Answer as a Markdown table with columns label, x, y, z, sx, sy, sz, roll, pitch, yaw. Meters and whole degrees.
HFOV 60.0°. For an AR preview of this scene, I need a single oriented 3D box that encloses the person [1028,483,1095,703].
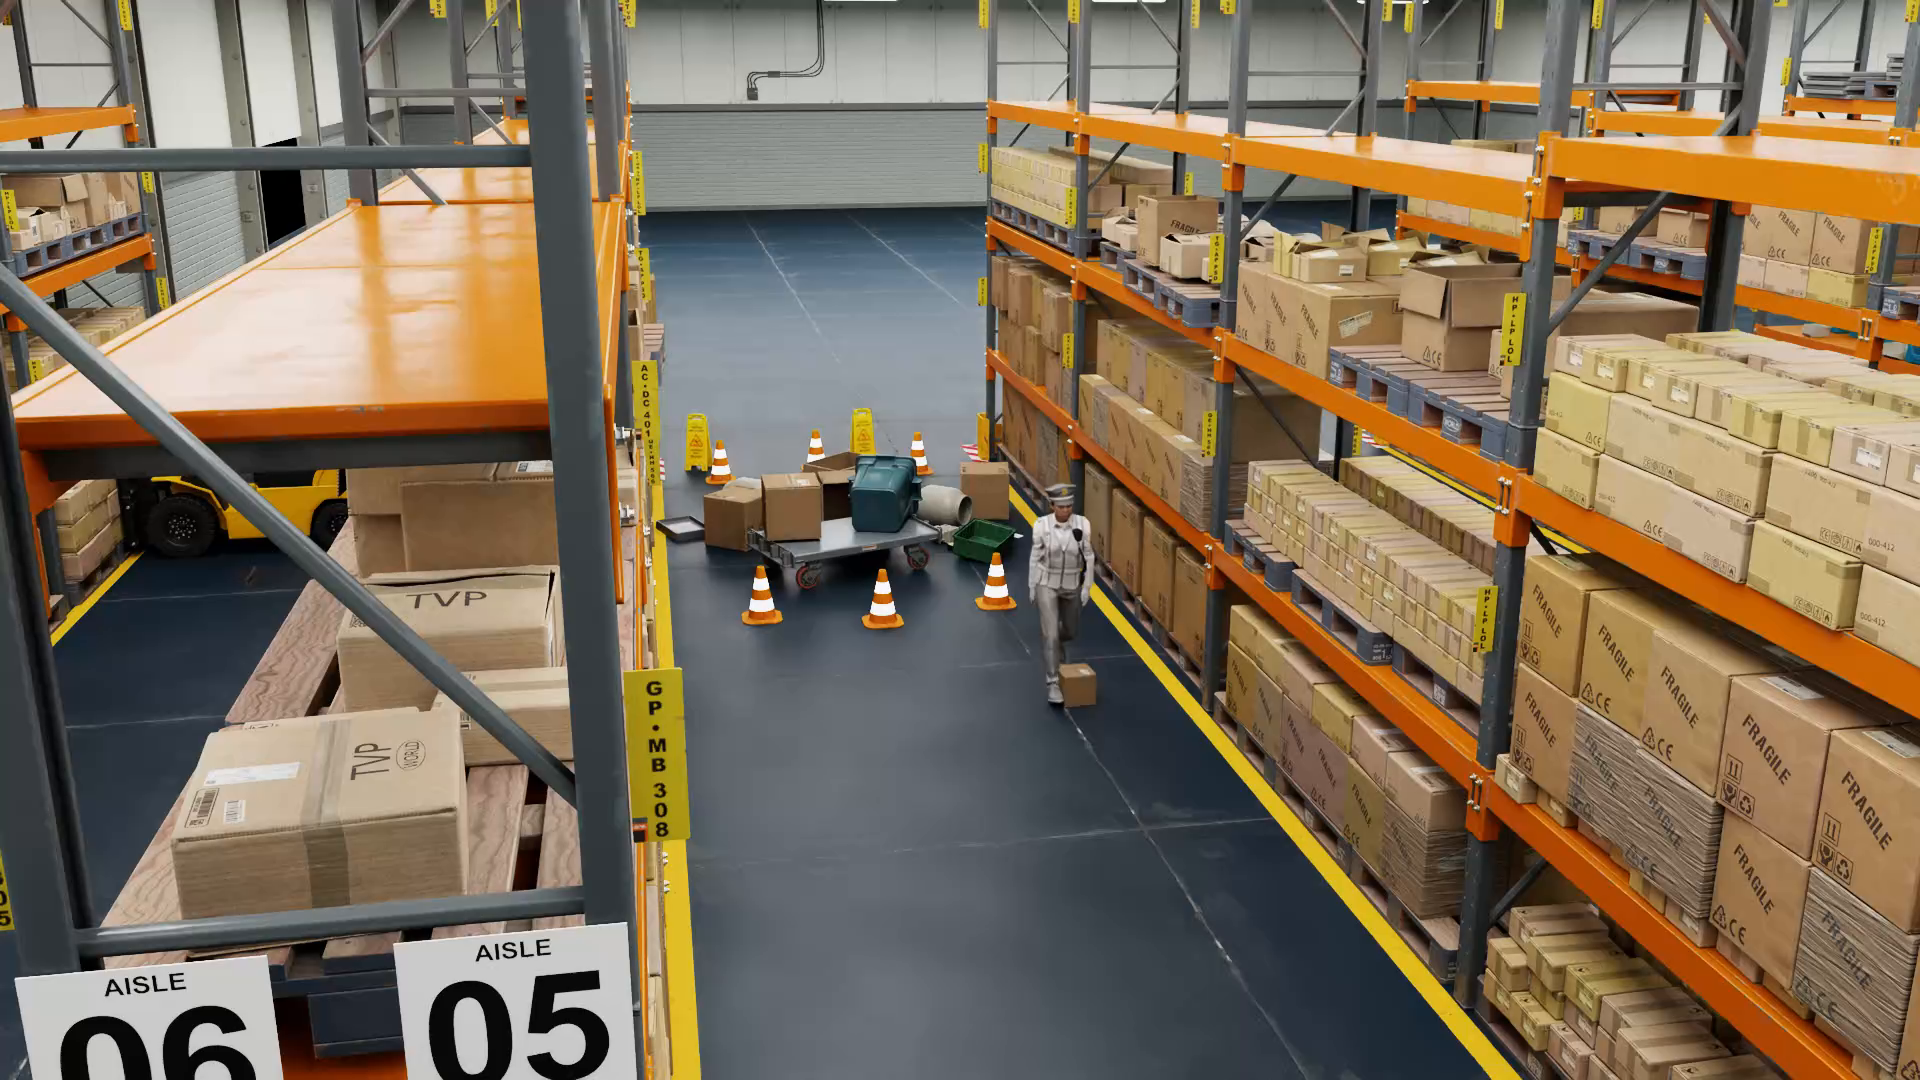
| label | x | y | z | sx | sy | sz | roll | pitch | yaw |
| --- | --- | --- | --- | --- | --- | --- | --- | --- | --- |
| person | 0.750 | 0.322 | 12.449 | 0.488 | 1.624 | 0.938 | -3 | 17 | -9 |
